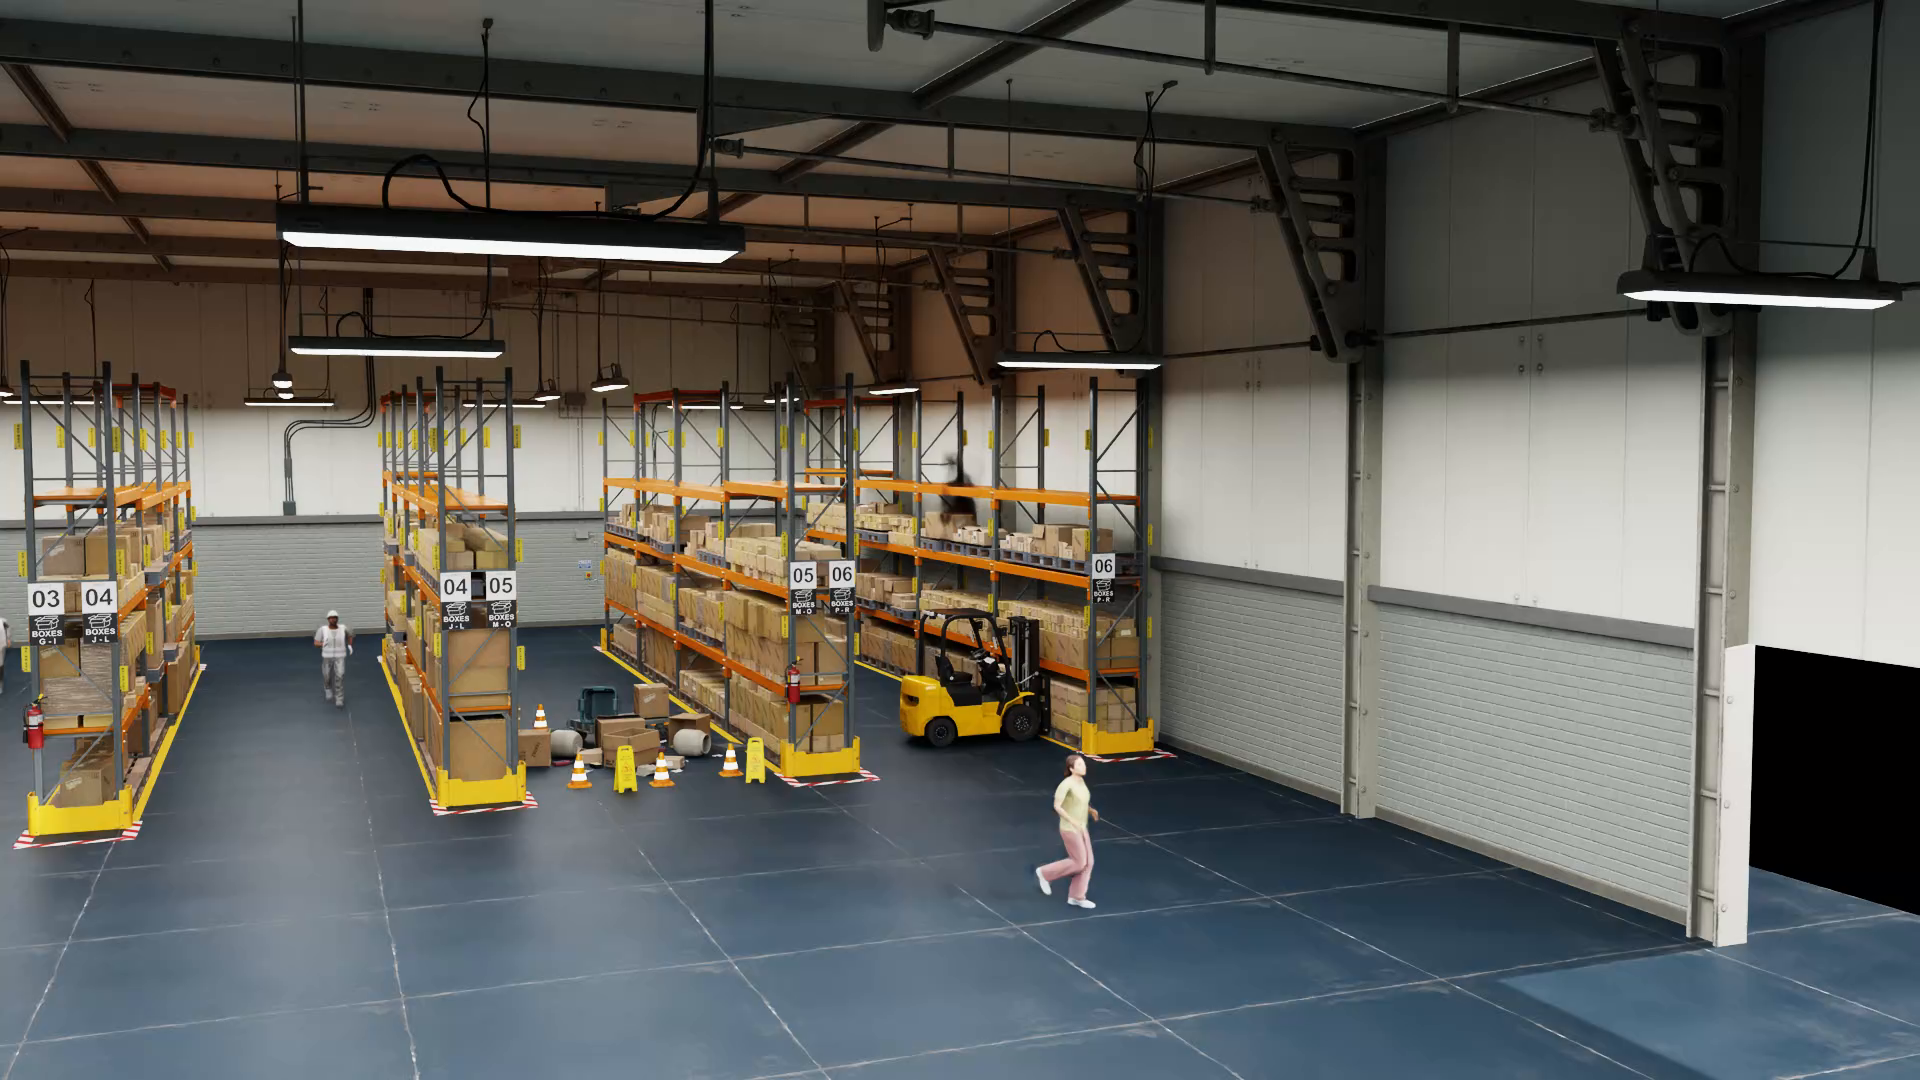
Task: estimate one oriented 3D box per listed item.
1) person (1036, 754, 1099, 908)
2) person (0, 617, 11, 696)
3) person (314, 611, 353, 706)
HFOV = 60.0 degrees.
[{"bbox_3d":[1.181,3.115,17.944,0.635,1.645,0.580,2,4,29],"label":"person"},{"bbox_3d":[-19.022,2.150,32.712,0.620,1.833,0.848,-2,4,-29],"label":"person"},{"bbox_3d":[-11.791,2.210,31.323,0.696,1.761,0.991,-1,4,-22],"label":"person"}]
